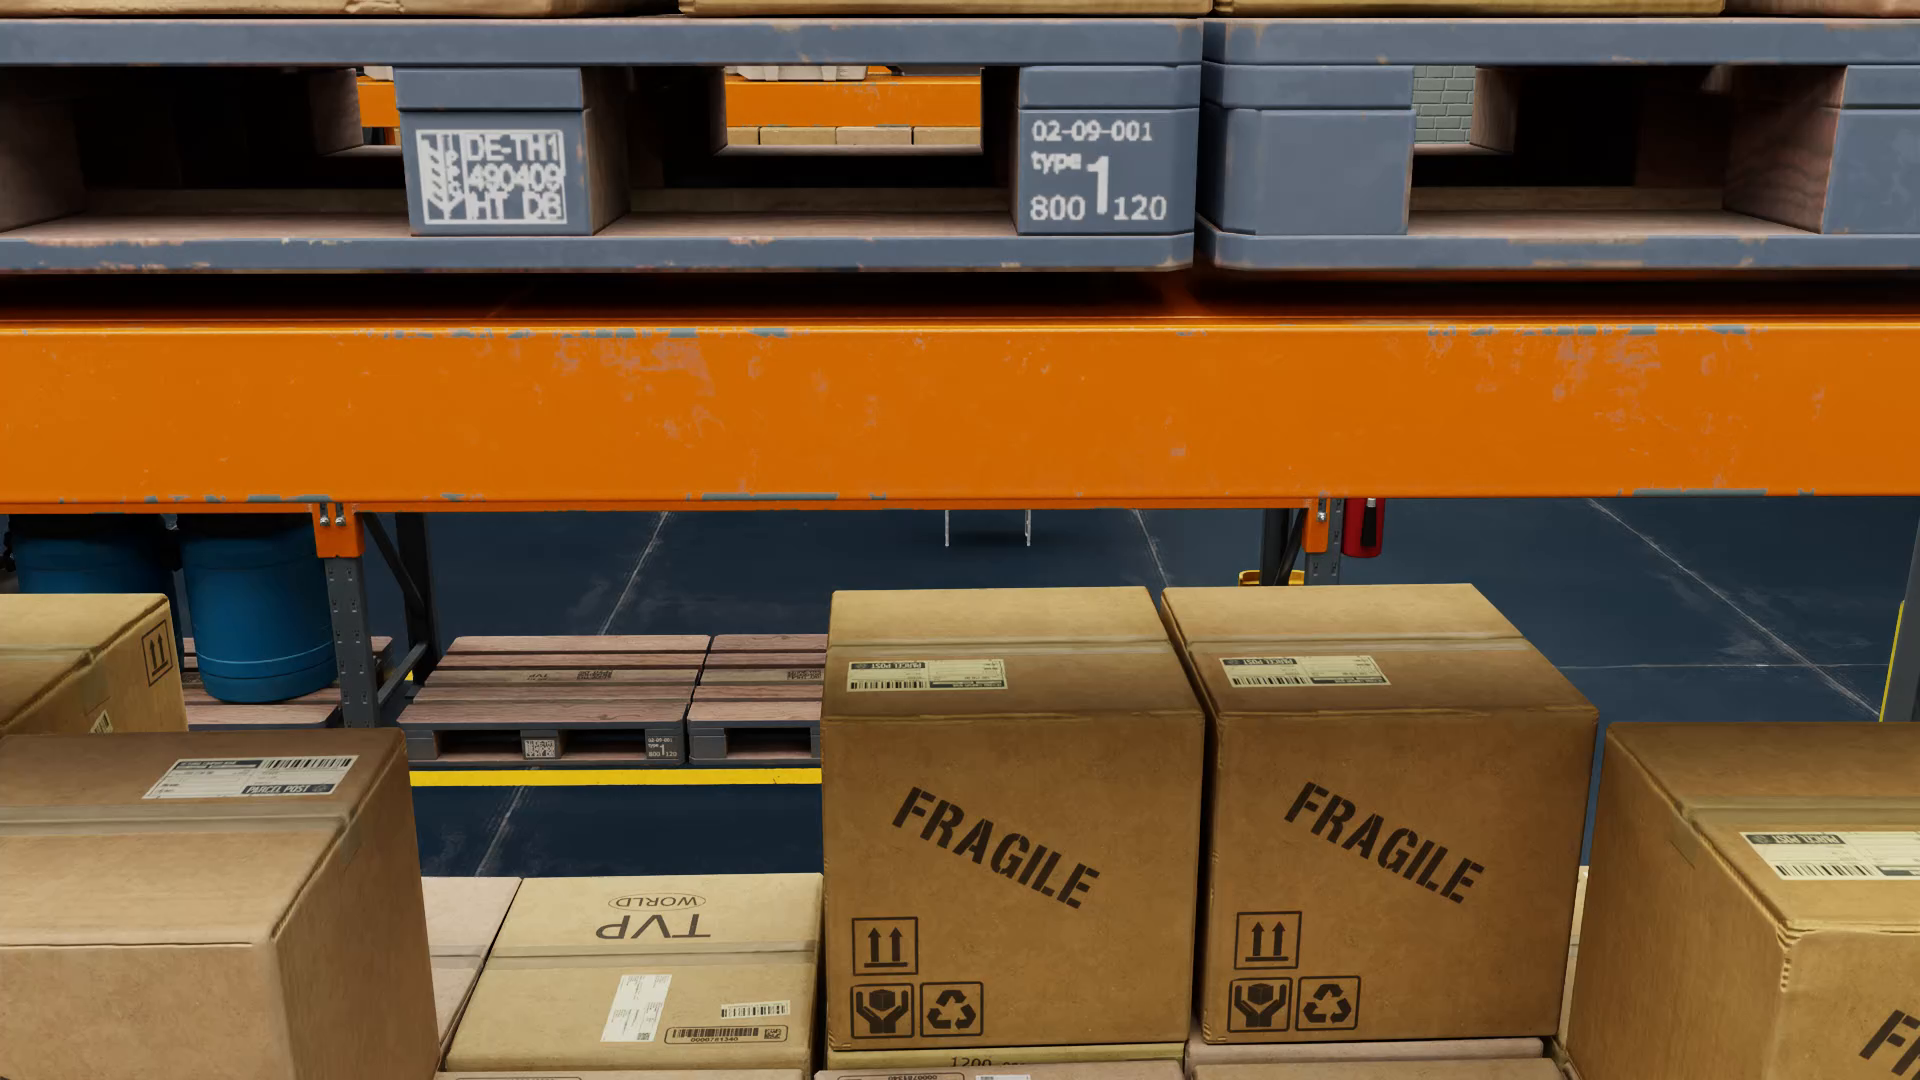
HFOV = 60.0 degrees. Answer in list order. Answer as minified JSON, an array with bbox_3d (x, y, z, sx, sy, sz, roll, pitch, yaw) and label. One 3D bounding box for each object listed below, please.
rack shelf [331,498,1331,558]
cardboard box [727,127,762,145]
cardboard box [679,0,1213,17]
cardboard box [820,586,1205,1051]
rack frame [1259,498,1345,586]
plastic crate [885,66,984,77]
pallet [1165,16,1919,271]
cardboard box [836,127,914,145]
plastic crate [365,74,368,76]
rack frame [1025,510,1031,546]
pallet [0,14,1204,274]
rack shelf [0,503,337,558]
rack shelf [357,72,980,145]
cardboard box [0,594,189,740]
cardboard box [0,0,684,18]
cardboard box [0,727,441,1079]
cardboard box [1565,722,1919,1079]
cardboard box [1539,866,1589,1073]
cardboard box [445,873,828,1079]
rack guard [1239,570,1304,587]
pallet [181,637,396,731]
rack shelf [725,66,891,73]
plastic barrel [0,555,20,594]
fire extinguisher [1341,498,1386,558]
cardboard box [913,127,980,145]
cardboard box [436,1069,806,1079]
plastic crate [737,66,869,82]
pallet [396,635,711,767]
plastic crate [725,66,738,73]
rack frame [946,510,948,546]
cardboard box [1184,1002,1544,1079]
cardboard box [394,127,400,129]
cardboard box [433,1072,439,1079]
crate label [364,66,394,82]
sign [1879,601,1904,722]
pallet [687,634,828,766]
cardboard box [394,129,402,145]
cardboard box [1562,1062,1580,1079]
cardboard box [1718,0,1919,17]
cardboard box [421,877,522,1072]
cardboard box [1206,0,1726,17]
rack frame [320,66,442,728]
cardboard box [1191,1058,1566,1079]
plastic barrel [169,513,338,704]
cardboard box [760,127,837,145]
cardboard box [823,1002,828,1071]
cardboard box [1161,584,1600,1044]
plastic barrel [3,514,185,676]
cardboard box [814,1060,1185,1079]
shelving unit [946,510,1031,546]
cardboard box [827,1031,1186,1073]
[{"bbox_3d":[-0.517,-0.271,7.160,4.000,0.370,1.077,0,18,-1],"label":"rack shelf"},{"bbox_3d":[-1.600,-2.560,11.316,0.500,0.500,0.500,-1,18,-3],"label":"cardboard box"},{"bbox_3d":[-0.039,-0.832,1.806,0.500,0.500,0.700,-1,18,-5],"label":"cardboard box"},{"bbox_3d":[0.059,0.389,2.457,0.500,0.500,0.500,-1,18,-2],"label":"cardboard box"},{"bbox_3d":[1.483,-0.623,7.080,0.127,3.000,1.000,0,18,-1],"label":"rack frame"},{"bbox_3d":[-0.049,-2.099,6.871,0.767,0.338,0.504,0,18,-1],"label":"plastic crate"},{"bbox_3d":[0.819,-0.490,1.899,1.213,0.211,1.003,0,18,-1],"label":"pallet"},{"bbox_3d":[-0.569,-2.565,11.332,0.500,0.500,0.500,0,18,1],"label":"cardboard box"},{"bbox_3d":[-2.098,-2.026,6.889,0.662,0.188,0.450,0,18,-1],"label":"plastic crate"},{"bbox_3d":[0.409,-0.573,9.870,0.015,1.200,0.240,0,18,-1],"label":"rack frame"},{"bbox_3d":[-0.404,-0.483,1.878,1.213,0.211,1.003,0,18,-1],"label":"pallet"},{"bbox_3d":[-4.517,-0.252,7.100,4.000,0.370,1.077,0,18,-1],"label":"rack shelf"},{"bbox_3d":[-0.517,-1.700,6.702,4.000,0.370,1.077,0,18,-1],"label":"rack shelf"},{"bbox_3d":[-1.482,0.396,2.433,0.500,0.500,0.500,0,18,0],"label":"cardboard box"},{"bbox_3d":[-0.594,-0.797,1.697,0.500,0.500,0.700,1,18,2],"label":"cardboard box"},{"bbox_3d":[-0.943,0.553,1.944,0.500,0.500,0.500,-1,18,-3],"label":"cardboard box"},{"bbox_3d":[1.078,0.545,1.970,0.500,0.500,0.500,0,18,0],"label":"cardboard box"},{"bbox_3d":[1.077,0.739,2.592,0.500,0.250,0.500,-1,18,-2],"label":"cardboard box"},{"bbox_3d":[-0.467,0.749,2.561,0.500,0.250,0.500,-1,18,-2],"label":"cardboard box"},{"bbox_3d":[1.507,0.563,7.475,0.348,0.500,1.175,0,18,-1],"label":"rack guard"},{"bbox_3d":[-3.289,0.715,7.474,1.213,0.211,1.003,0,18,-1],"label":"pallet"},{"bbox_3d":[-0.592,-3.212,11.418,4.000,0.370,1.077,0,18,-1],"label":"rack shelf"},{"bbox_3d":[-4.335,0.357,7.410,0.421,0.512,0.421,0,18,0],"label":"plastic barrel"},{"bbox_3d":[1.641,-0.271,6.719,0.183,0.674,0.296,0,18,-1],"label":"fire extinguisher"},{"bbox_3d":[-0.056,-2.567,11.339,0.500,0.500,0.500,0,18,1],"label":"cardboard box"},{"bbox_3d":[-0.456,0.911,2.056,0.500,0.250,0.500,0,18,-1],"label":"cardboard box"},{"bbox_3d":[-0.579,-1.840,6.395,0.530,0.136,0.437,0,18,-1],"label":"plastic crate"},{"bbox_3d":[-1.782,0.708,7.494,1.213,0.211,1.003,0,18,-1],"label":"pallet"},{"bbox_3d":[-0.738,-2.079,6.901,0.530,0.282,0.437,0,18,-1],"label":"plastic crate"},{"bbox_3d":[-0.078,-0.571,9.863,0.015,1.200,0.240,0,18,-1],"label":"rack frame"},{"bbox_3d":[0.557,0.743,2.578,0.500,0.250,0.500,0,18,-2],"label":"cardboard box"},{"bbox_3d":[-5.177,-4.096,15.996,0.500,0.250,0.500,0,18,0],"label":"cardboard box"},{"bbox_3d":[-0.949,0.911,2.056,0.500,0.250,0.500,0,18,1],"label":"cardboard box"},{"bbox_3d":[-2.023,-1.821,6.335,0.466,0.136,0.293,0,18,-1],"label":"crate label"},{"bbox_3d":[1.558,0.270,2.749,0.005,0.325,0.100,0,18,-1],"label":"sign"},{"bbox_3d":[-0.559,0.701,7.515,1.213,0.211,1.003,0,18,-1],"label":"pallet"},{"bbox_3d":[-5.163,-3.735,16.098,0.500,0.500,0.500,0,18,-1],"label":"cardboard box"},{"bbox_3d":[1.081,0.902,2.082,0.500,0.250,0.500,-1,18,-2],"label":"cardboard box"},{"bbox_3d":[1.042,-0.815,1.753,0.500,0.500,0.700,-1,18,-4],"label":"cardboard box"},{"bbox_3d":[-0.974,0.750,2.557,0.500,0.250,0.500,0,18,0],"label":"cardboard box"},{"bbox_3d":[0.477,-0.849,1.859,0.500,0.500,0.700,-1,18,-3],"label":"cardboard box"},{"bbox_3d":[-2.517,-0.604,7.020,0.127,3.000,1.000,0,18,-1],"label":"rack frame"},{"bbox_3d":[0.573,0.905,2.075,0.500,0.250,0.500,-1,18,-2],"label":"cardboard box"},{"bbox_3d":[-3.061,0.192,7.285,0.708,0.901,0.600,0,18,-1],"label":"plastic barrel"},{"bbox_3d":[-1.086,-2.562,11.323,0.500,0.500,0.500,-1,18,-2],"label":"cardboard box"},{"bbox_3d":[-0.337,0.918,2.688,0.250,0.149,0.380,-1,18,-2],"label":"cardboard box"},{"bbox_3d":[0.577,0.384,2.470,0.500,0.500,0.500,-1,18,-2],"label":"cardboard box"},{"bbox_3d":[-3.769,0.196,7.274,0.708,0.901,0.600,0,18,-1],"label":"plastic barrel"},{"bbox_3d":[0.064,0.907,2.067,0.500,0.250,0.500,-1,18,-3],"label":"cardboard box"},{"bbox_3d":[0.166,-0.572,9.867,0.503,1.200,0.258,0,18,-1],"label":"shelving unit"},{"bbox_3d":[0.055,0.745,2.574,0.500,0.250,0.500,-1,18,-3],"label":"cardboard box"}]
